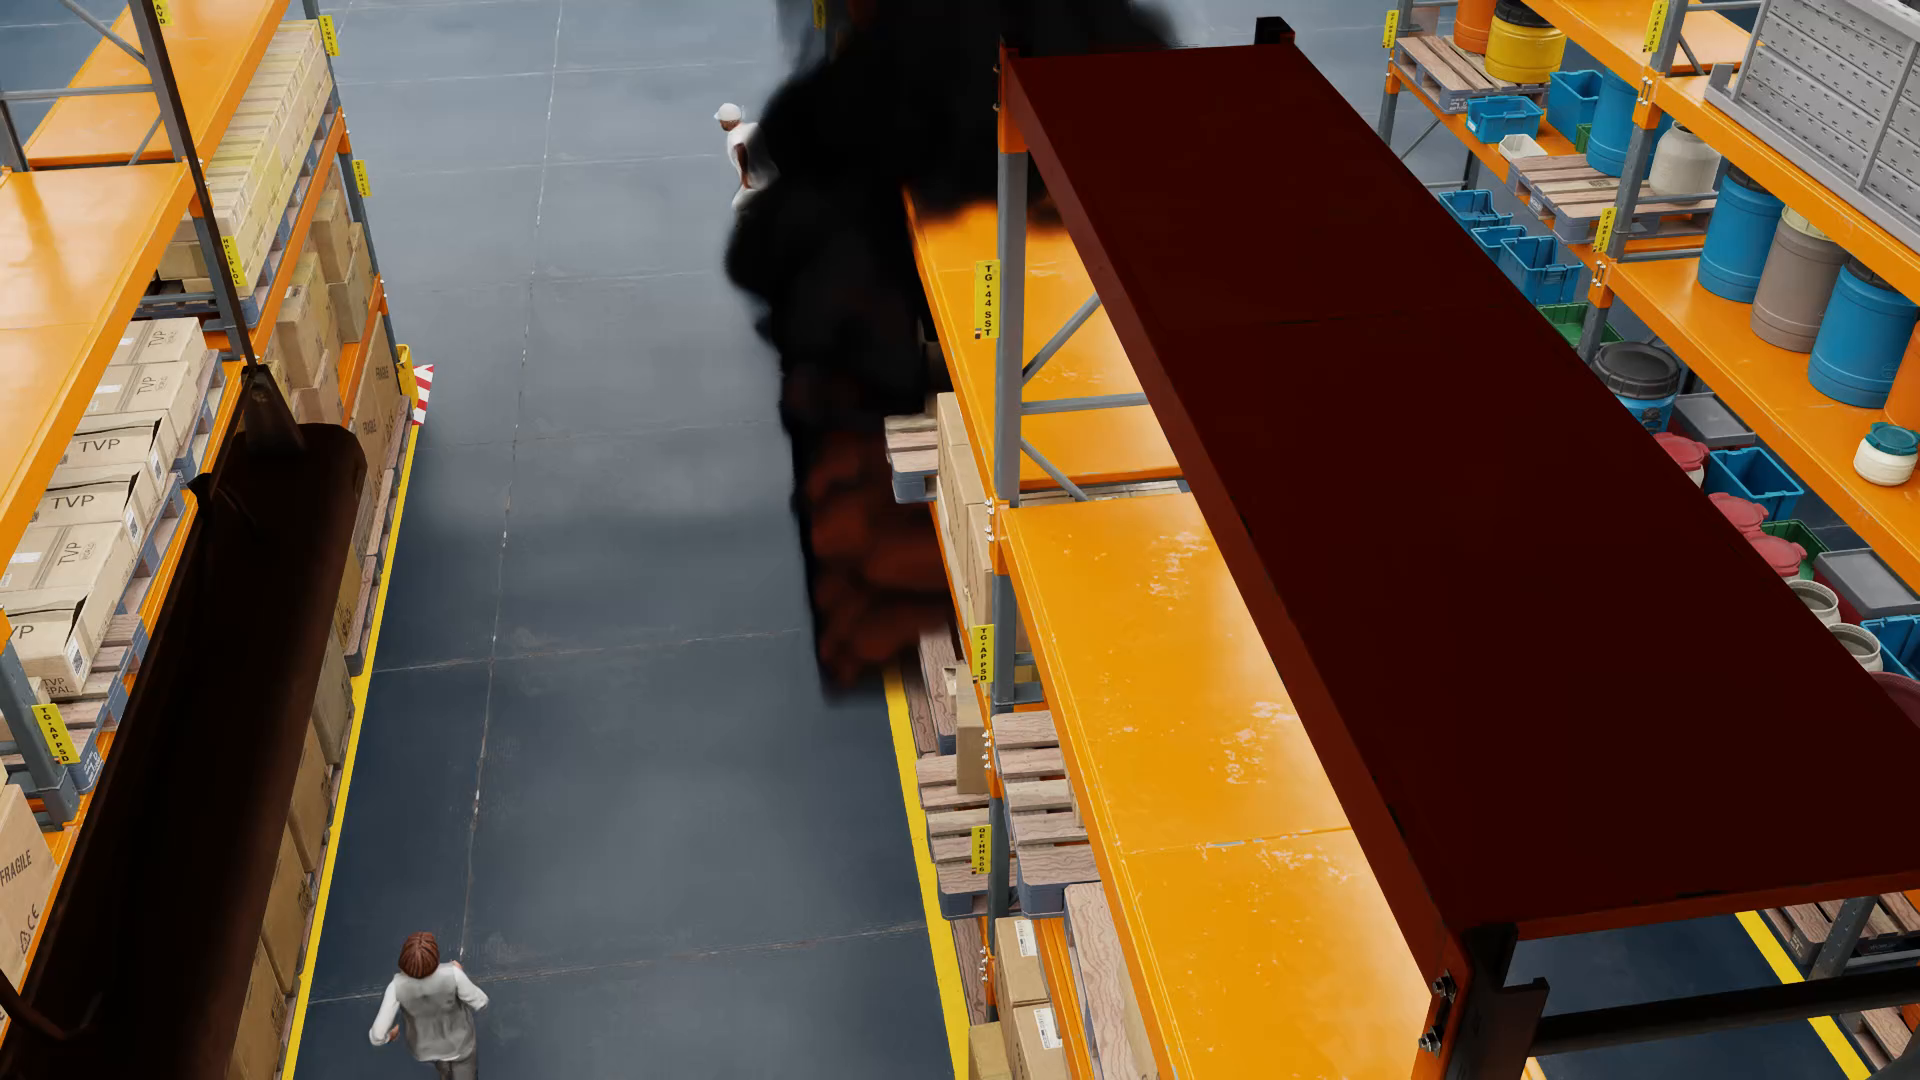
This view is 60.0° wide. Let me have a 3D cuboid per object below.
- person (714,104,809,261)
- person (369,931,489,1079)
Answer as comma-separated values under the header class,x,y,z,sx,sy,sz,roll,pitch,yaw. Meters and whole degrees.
class,x,y,z,sx,sy,sz,roll,pitch,yaw
person,-2.030,-3.568,16.957,0.992,1.698,0.740,17,40,22
person,-2.669,2.594,8.571,0.552,1.600,0.887,-6,37,-7
